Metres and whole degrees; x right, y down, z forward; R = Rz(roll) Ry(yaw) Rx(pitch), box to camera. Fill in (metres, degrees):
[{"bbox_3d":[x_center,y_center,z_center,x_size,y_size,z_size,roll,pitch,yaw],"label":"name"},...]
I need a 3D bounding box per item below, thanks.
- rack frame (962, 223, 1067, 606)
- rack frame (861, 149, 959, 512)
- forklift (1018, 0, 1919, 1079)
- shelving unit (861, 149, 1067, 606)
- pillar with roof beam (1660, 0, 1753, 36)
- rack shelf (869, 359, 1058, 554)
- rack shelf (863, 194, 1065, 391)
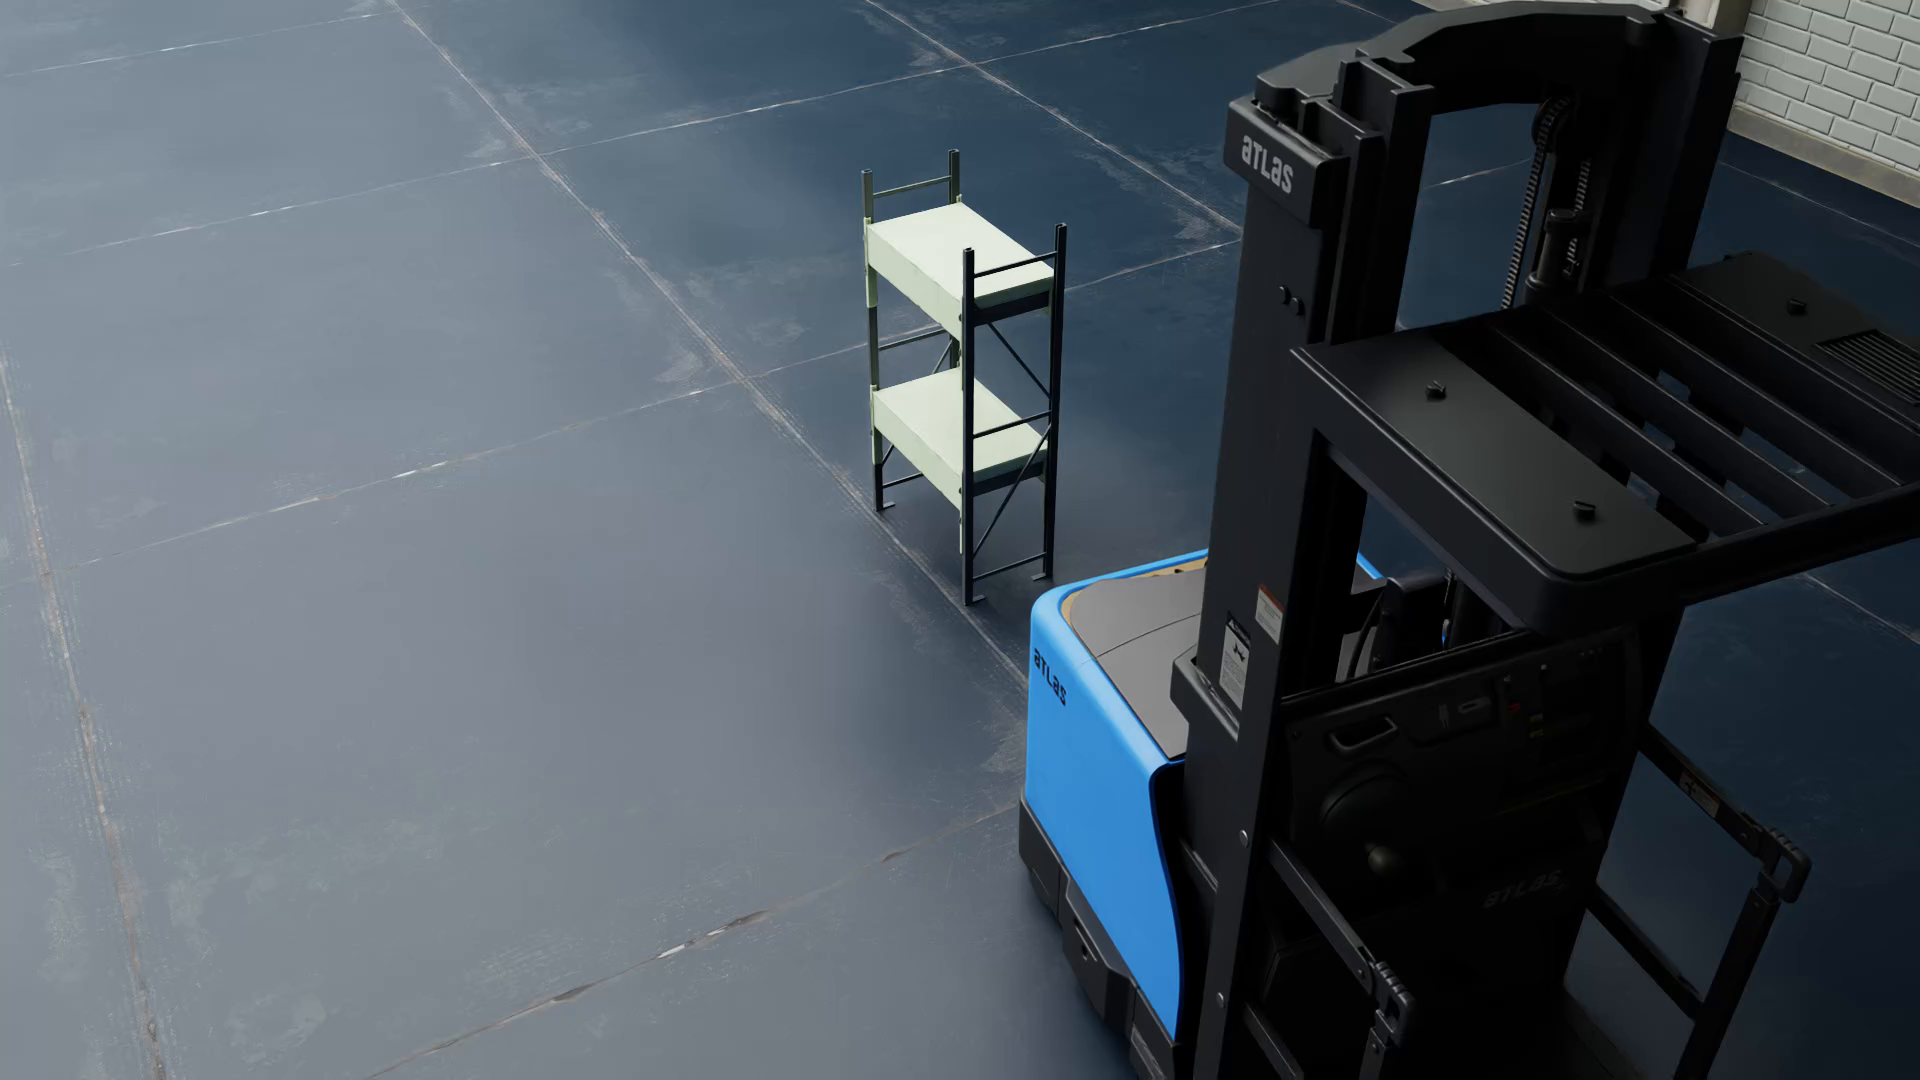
[{"bbox_3d":[0.187,-0.416,6.047,0.400,1.500,0.023,-19,40,-24],"label":"rack frame"},{"bbox_3d":[-0.181,-0.789,6.559,0.400,1.500,0.023,-19,40,-24],"label":"rack frame"},{"bbox_3d":[1.212,0.529,3.540,1.130,2.935,3.031,-14,38,-18],"label":"forklift"},{"bbox_3d":[0.003,-0.602,6.303,0.431,1.500,0.755,-19,40,-24],"label":"shelving unit"},{"bbox_3d":[0.731,-4.985,5.946,9.100,9.000,0.400,-19,40,-24],"label":"pillar with roof beam"},{"bbox_3d":[0.003,-0.339,6.495,0.431,0.370,0.720,-19,40,-24],"label":"rack shelf"},{"bbox_3d":[0.003,-0.917,6.073,0.431,0.370,0.720,-19,40,-24],"label":"rack shelf"}]
